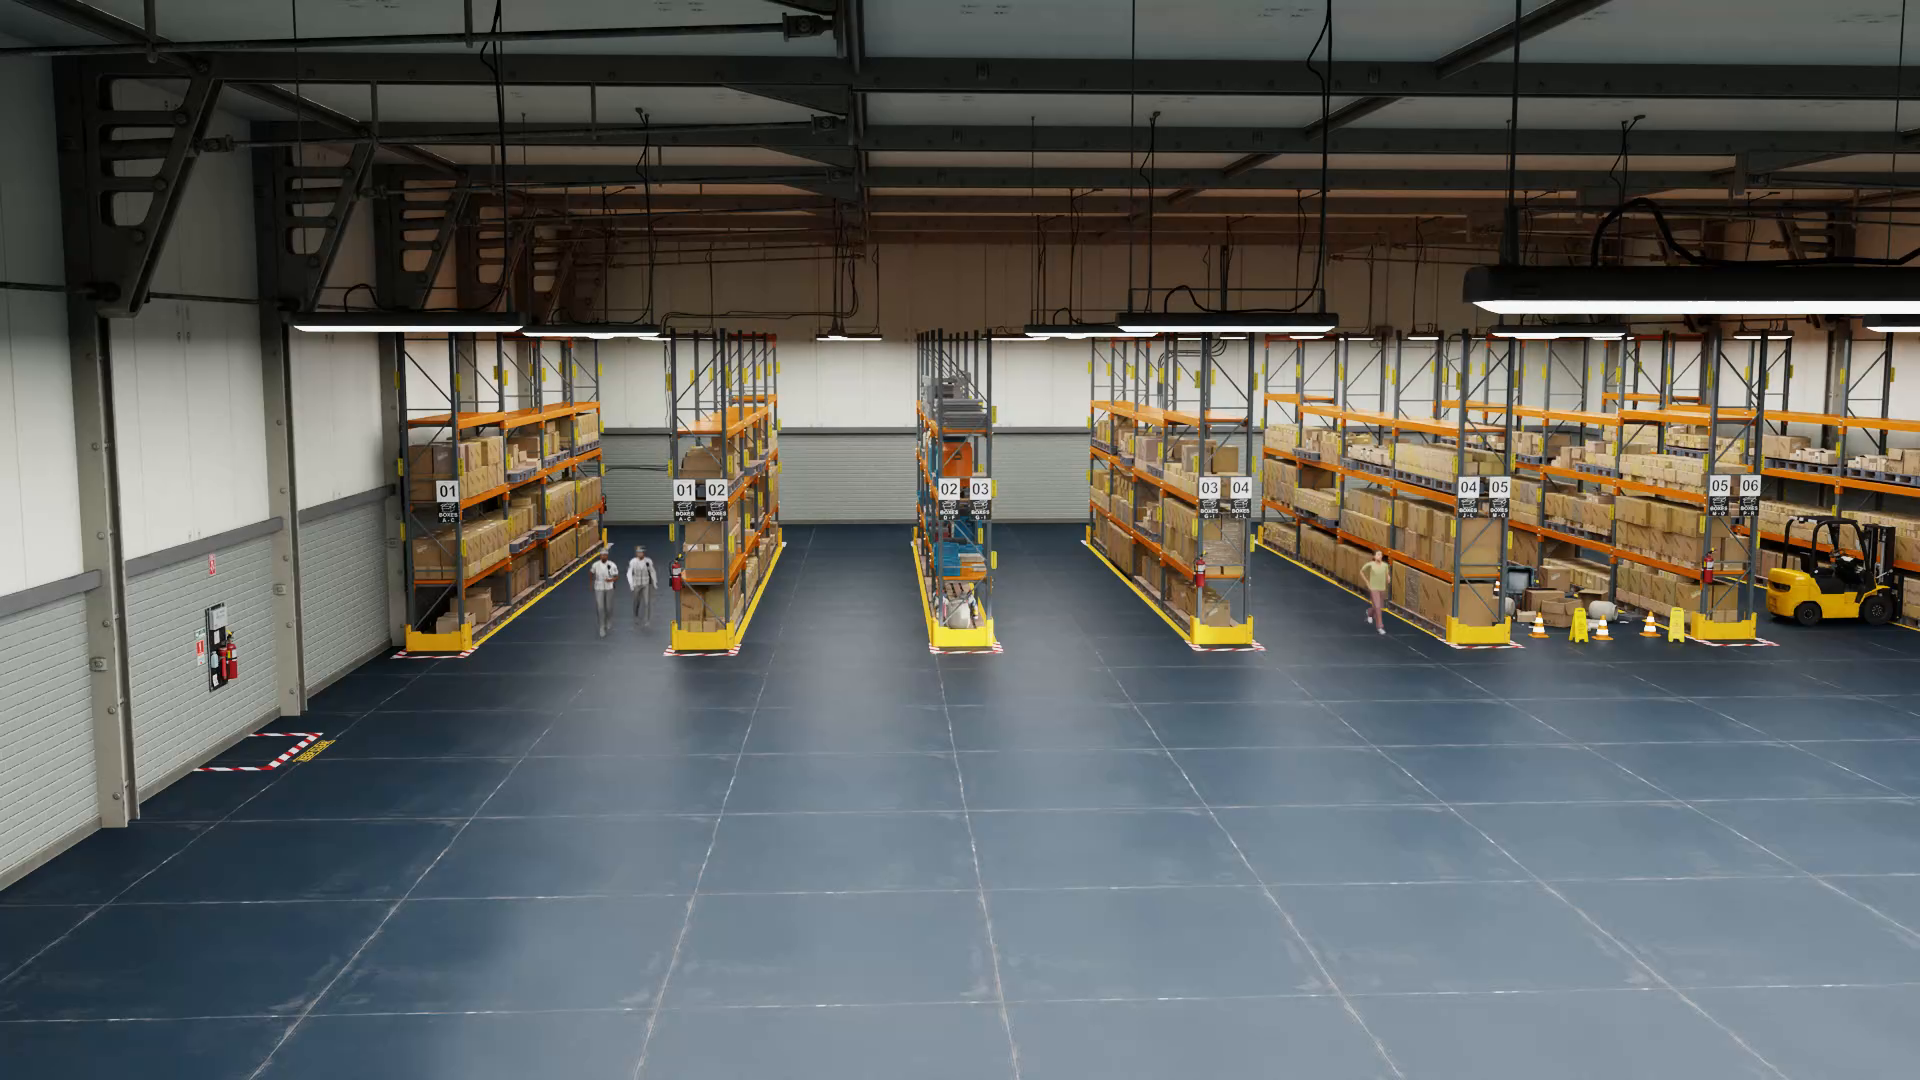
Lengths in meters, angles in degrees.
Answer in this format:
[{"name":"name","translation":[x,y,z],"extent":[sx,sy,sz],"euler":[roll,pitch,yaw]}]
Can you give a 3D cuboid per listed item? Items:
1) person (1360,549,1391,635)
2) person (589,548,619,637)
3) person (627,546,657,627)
[{"name":"person","translation":[8.299,1.009,33.169],"extent":[0.579,1.660,0.894],"euler":[-1,7,-12]},{"name":"person","translation":[-7.033,0.994,32.880],"extent":[0.580,1.706,0.893],"euler":[-1,7,-11]},{"name":"person","translation":[-6.469,0.930,33.885],"extent":[0.600,1.651,0.824],"euler":[-2,7,-13]}]
